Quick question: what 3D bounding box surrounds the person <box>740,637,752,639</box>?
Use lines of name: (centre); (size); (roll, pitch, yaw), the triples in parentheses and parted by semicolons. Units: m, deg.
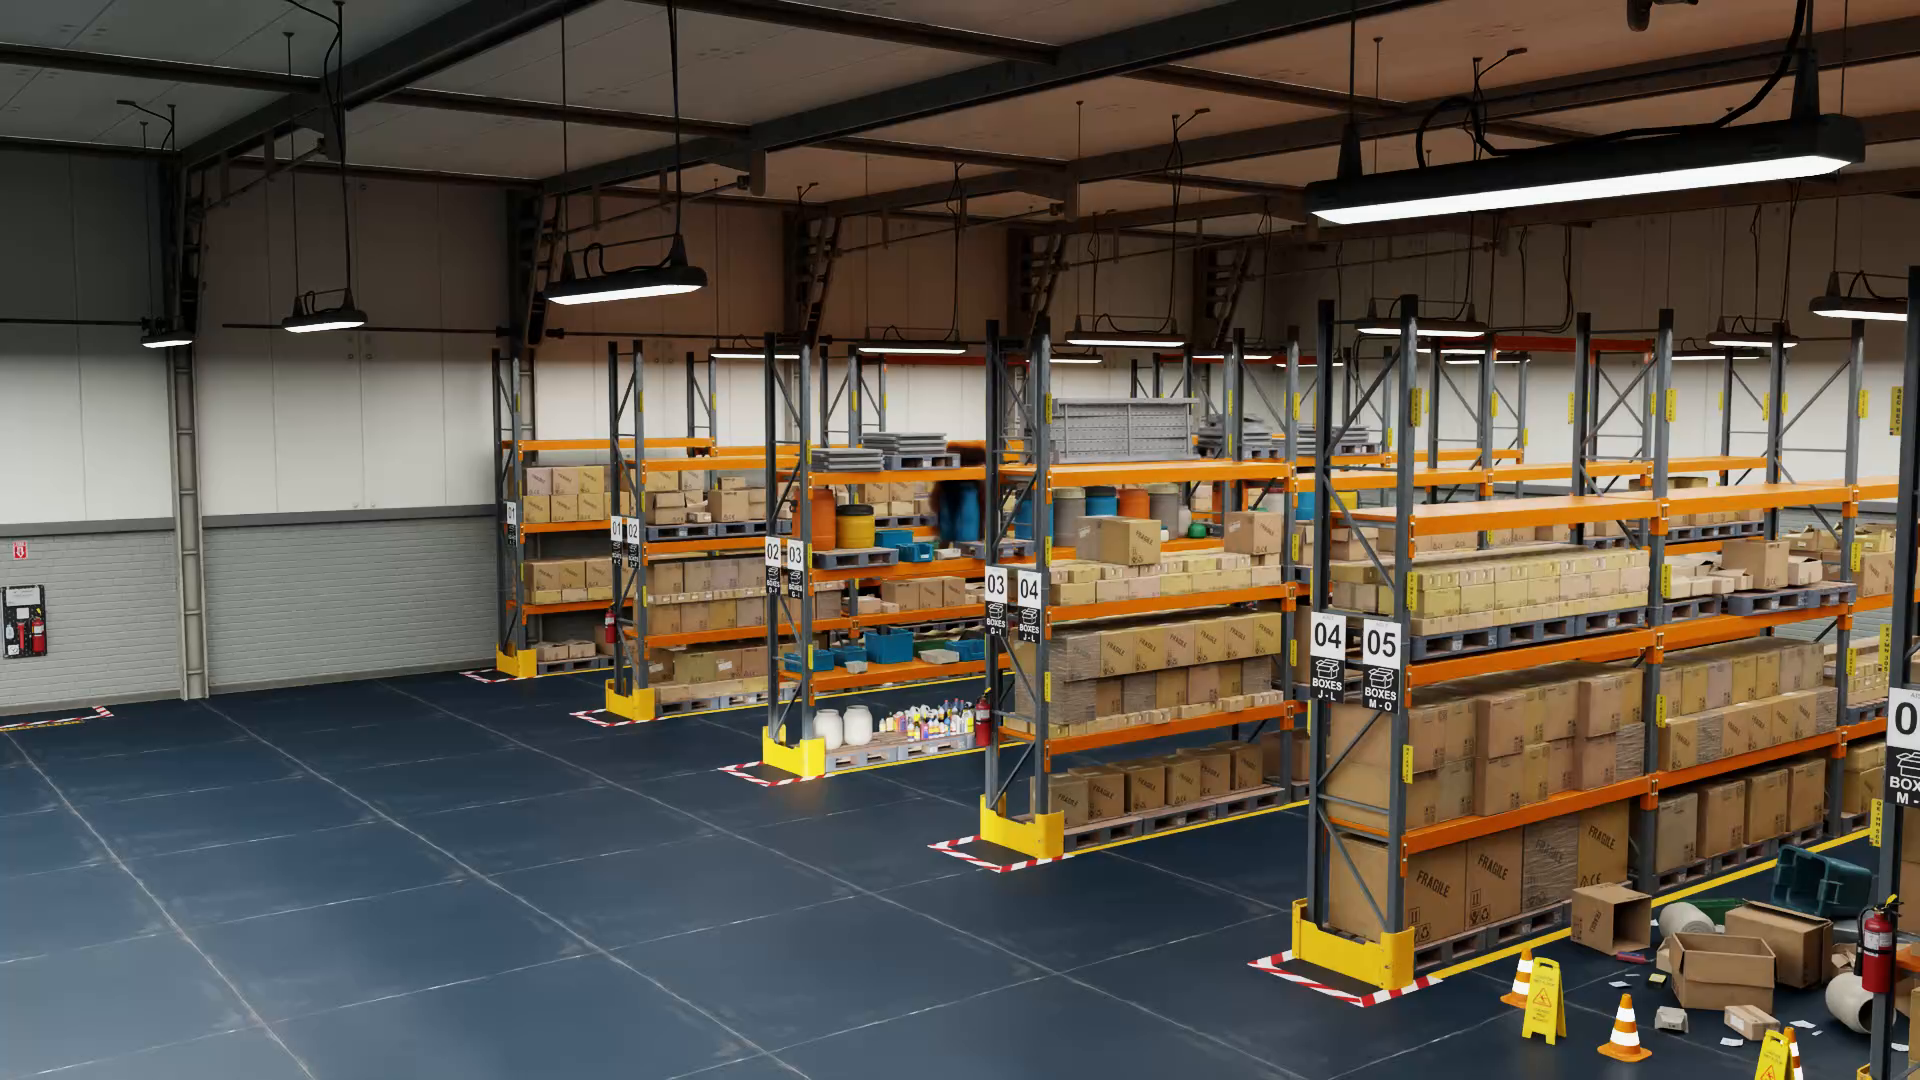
person: (-4.072, 1.501, 32.045); (0.944, 1.737, 0.674); (-4, 6, -39)
